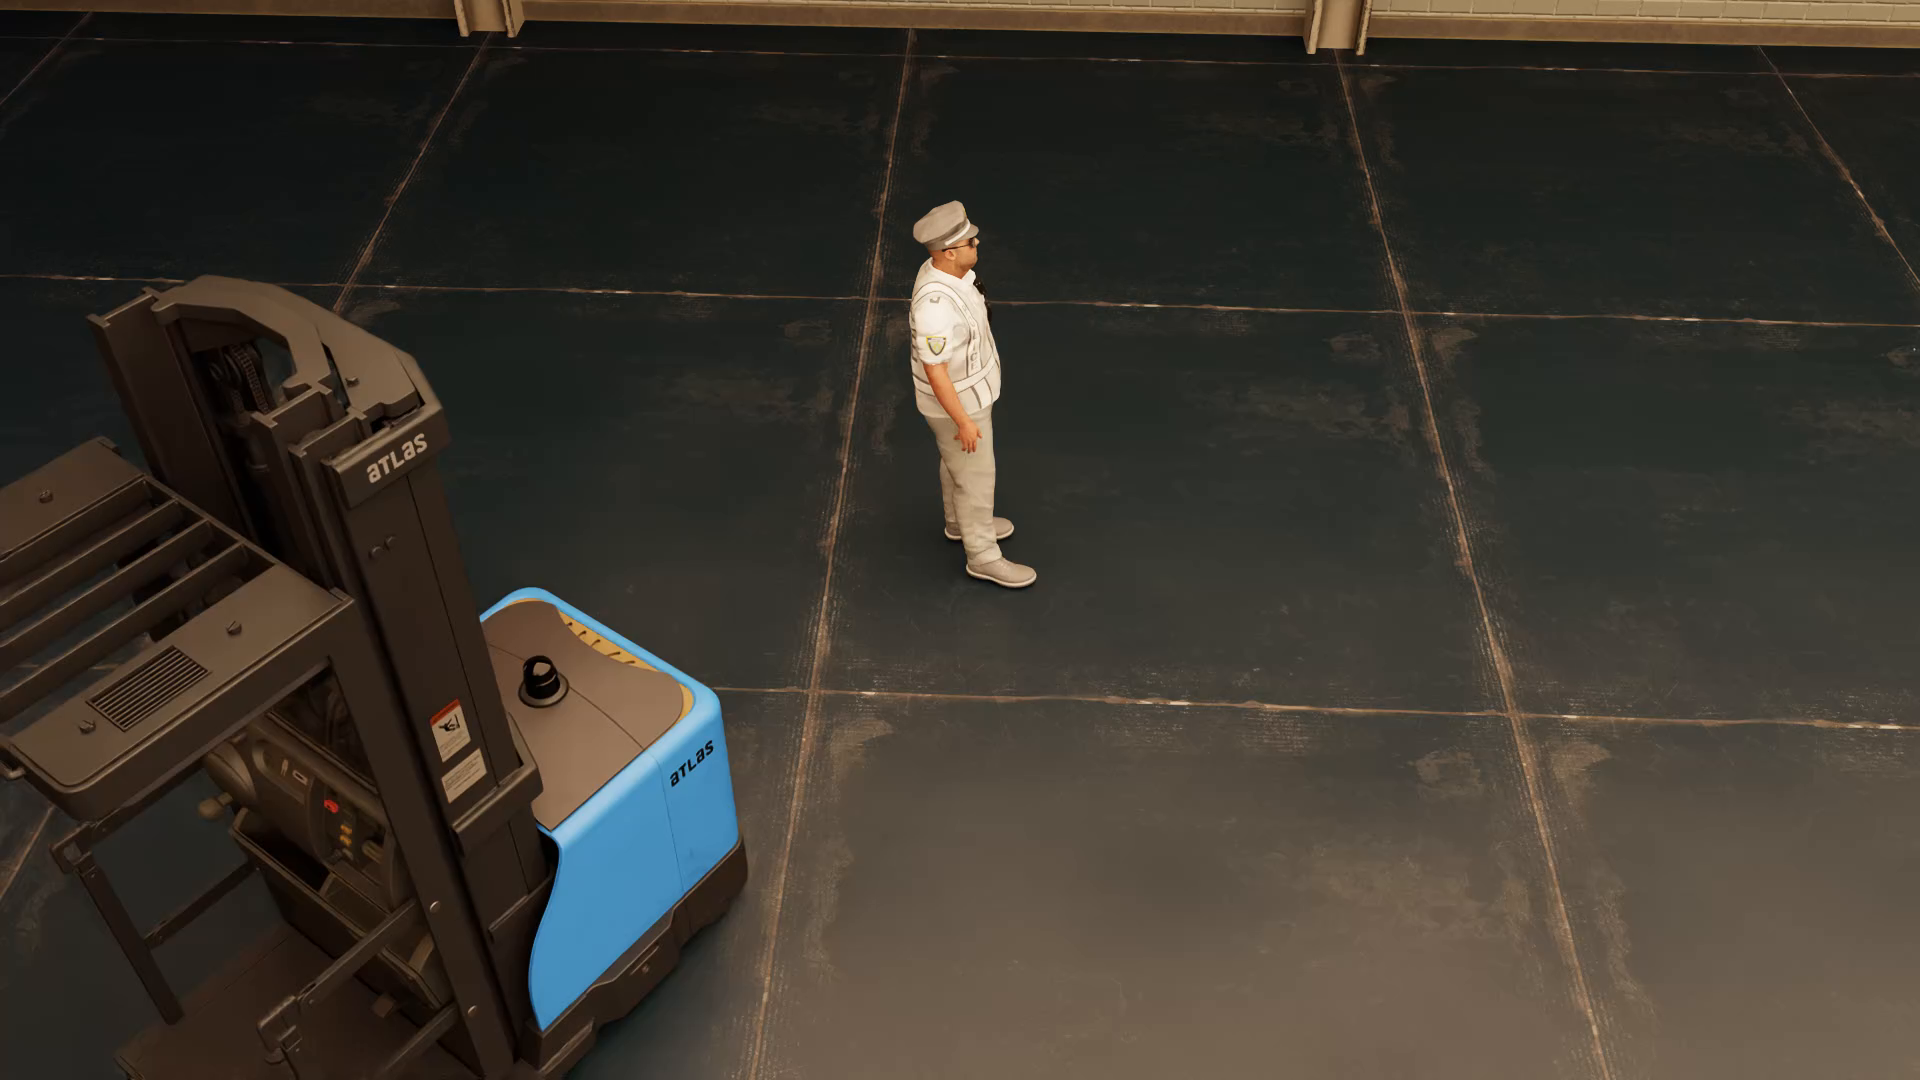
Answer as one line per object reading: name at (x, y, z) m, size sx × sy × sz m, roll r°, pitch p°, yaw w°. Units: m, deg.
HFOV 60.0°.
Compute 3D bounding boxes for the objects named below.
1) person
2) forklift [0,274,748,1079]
person at (0.078, -0.653, 7.300) m, size 0.574 × 1.778 × 0.641 m, roll 2°, pitch 42°, yaw 2°
forklift at (-2.096, 0.852, 4.809) m, size 1.130 × 2.935 × 3.031 m, roll 27°, pitch 49°, yaw 26°
